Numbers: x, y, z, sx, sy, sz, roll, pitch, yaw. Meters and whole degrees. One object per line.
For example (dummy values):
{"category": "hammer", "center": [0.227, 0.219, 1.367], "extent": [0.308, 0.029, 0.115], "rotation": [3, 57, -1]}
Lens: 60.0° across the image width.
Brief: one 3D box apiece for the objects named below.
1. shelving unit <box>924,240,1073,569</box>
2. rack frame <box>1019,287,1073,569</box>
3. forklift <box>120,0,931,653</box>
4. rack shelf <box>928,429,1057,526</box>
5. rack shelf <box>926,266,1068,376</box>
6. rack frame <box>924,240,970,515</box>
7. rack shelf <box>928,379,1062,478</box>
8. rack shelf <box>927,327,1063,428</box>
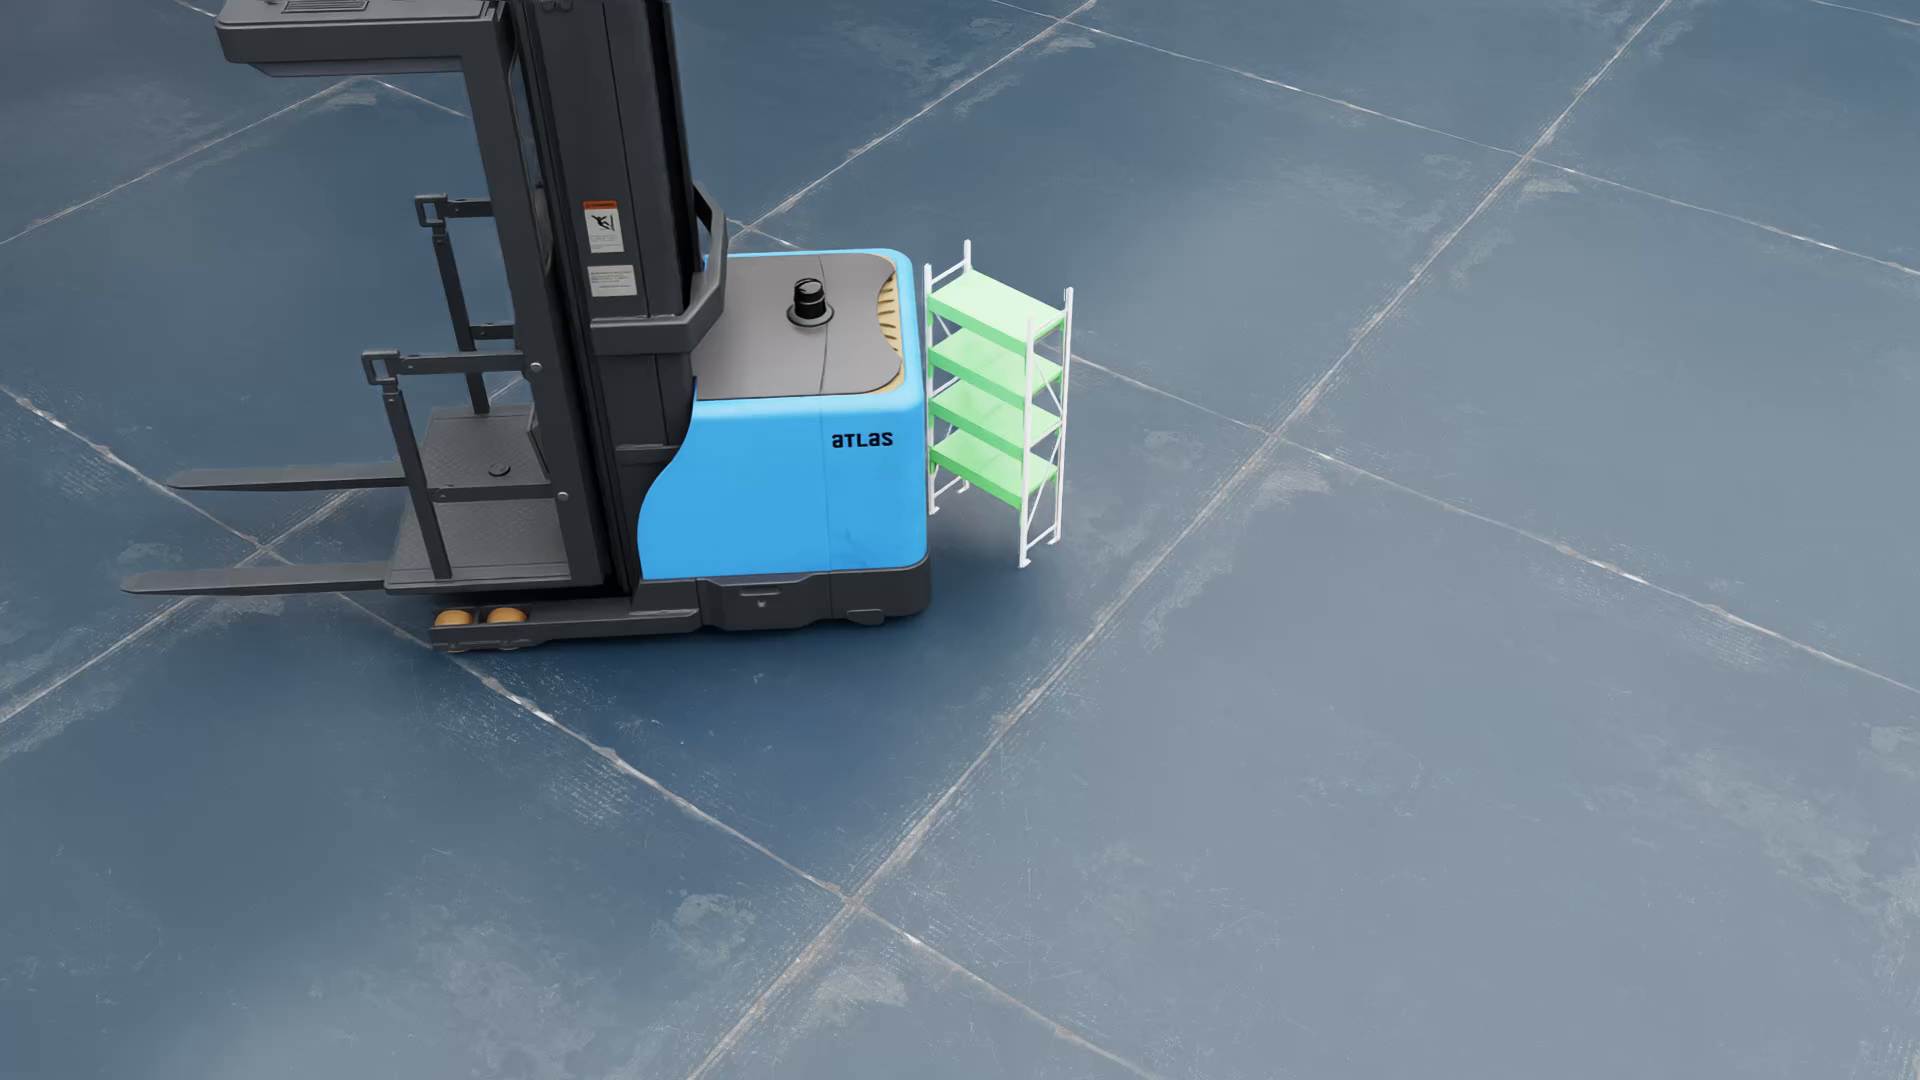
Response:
{"category": "shelving unit", "center": [0.138, -0.503, 6.413], "extent": [0.503, 1.200, 0.258], "rotation": [30, 50, 29]}
{"category": "rack frame", "center": [0.321, -0.396, 6.293], "extent": [0.015, 1.200, 0.240], "rotation": [30, 50, 29]}
{"category": "forklift", "center": [-1.653, -1.034, 5.707], "extent": [3.031, 2.935, 1.130], "rotation": [-3, 42, -3]}
{"category": "rack shelf", "center": [0.138, -0.277, 6.615], "extent": [0.480, 0.148, 0.258], "rotation": [30, 50, 29]}
{"category": "rack shelf", "center": [0.138, -0.813, 6.135], "extent": [0.480, 0.148, 0.258], "rotation": [30, 50, 29]}
{"category": "rack frame", "center": [-0.046, -0.611, 6.533], "extent": [0.015, 1.200, 0.240], "rotation": [30, 50, 29]}
{"category": "rack shelf", "center": [0.138, -0.456, 6.455], "extent": [0.480, 0.148, 0.258], "rotation": [30, 50, 29]}
{"category": "rack shelf", "center": [0.138, -0.635, 6.295], "extent": [0.480, 0.148, 0.258], "rotation": [30, 50, 29]}
